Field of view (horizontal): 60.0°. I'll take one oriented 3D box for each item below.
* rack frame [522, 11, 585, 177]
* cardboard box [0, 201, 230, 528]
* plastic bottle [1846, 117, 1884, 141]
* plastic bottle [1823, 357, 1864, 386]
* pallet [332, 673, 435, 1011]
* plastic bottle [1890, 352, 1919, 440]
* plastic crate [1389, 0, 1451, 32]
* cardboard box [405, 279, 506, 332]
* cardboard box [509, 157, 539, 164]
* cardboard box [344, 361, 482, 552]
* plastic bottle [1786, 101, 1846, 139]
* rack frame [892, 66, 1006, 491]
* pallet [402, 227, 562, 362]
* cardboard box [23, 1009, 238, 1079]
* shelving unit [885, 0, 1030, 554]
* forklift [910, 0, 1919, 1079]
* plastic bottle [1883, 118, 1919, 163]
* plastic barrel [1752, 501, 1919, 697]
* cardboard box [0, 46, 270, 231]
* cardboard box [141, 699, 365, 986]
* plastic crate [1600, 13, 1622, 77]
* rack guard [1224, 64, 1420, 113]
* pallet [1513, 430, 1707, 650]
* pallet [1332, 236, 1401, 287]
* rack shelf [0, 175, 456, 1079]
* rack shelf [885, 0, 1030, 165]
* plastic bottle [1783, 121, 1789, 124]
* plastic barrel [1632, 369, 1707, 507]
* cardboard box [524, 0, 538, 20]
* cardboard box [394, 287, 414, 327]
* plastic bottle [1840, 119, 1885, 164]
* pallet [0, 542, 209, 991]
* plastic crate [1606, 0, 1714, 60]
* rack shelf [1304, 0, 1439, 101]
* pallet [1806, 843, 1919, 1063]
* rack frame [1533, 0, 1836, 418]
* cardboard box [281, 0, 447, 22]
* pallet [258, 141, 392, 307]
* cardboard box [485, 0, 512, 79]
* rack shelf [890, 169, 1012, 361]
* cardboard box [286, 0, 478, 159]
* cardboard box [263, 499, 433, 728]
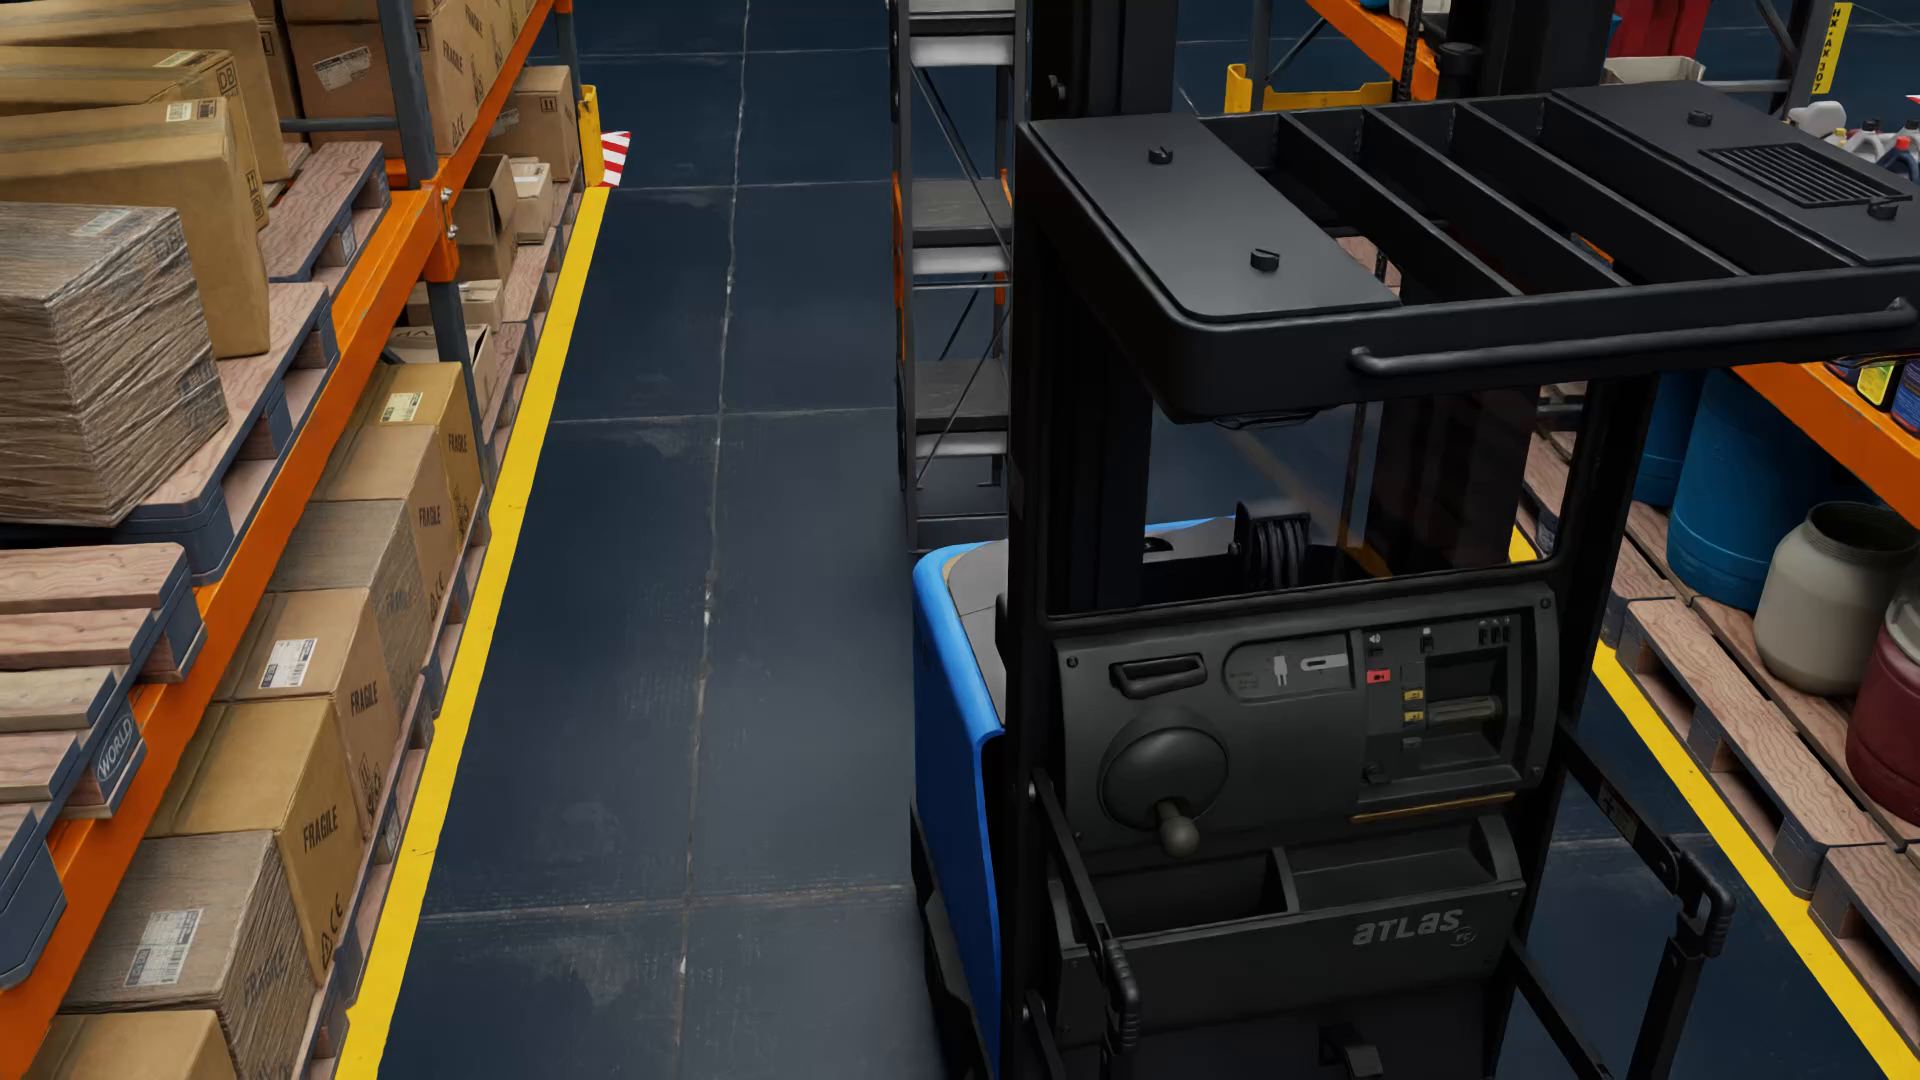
[{"bbox_3d":[-2.701,-3.448,9.098,1.000,3.000,0.127,-3,31,-5],"label":"rack frame"},{"bbox_3d":[-2.020,-0.379,3.453,0.700,0.500,0.500,3,31,5],"label":"cardboard box"},{"bbox_3d":[3.030,-1.290,5.598,0.061,0.283,0.133,-3,31,-5],"label":"plastic bottle"},{"bbox_3d":[2.406,-0.593,4.366,0.144,0.351,0.185,-3,31,-5],"label":"plastic bottle"},{"bbox_3d":[-2.097,0.829,4.656,1.003,0.211,1.213,-3,31,-5],"label":"pallet"},{"bbox_3d":[2.435,-0.431,4.094,0.144,0.351,0.185,-3,31,-5],"label":"plastic bottle"},{"bbox_3d":[2.142,-2.429,7.589,0.293,0.136,0.466,-3,31,-5],"label":"plastic crate"},{"bbox_3d":[-2.242,-1.044,7.407,0.380,0.166,0.250,-3,31,-5],"label":"cardboard box"},{"bbox_3d":[-2.457,-1.944,8.913,0.380,0.166,0.250,-3,31,-5],"label":"cardboard box"},{"bbox_3d":[-1.996,-0.283,5.808,0.500,0.500,0.500,-3,31,-5],"label":"cardboard box"},{"bbox_3d":[2.963,-1.402,5.794,0.152,0.276,0.135,-3,31,-5],"label":"plastic bottle"},{"bbox_3d":[-0.038,-1.111,6.062,0.400,2.100,0.015,-3,31,-5],"label":"rack frame"},{"bbox_3d":[-2.508,-1.184,8.026,1.003,0.211,1.213,-3,31,-5],"label":"pallet"},{"bbox_3d":[-1.712,1.274,3.200,0.500,0.500,0.500,-1,31,-2],"label":"cardboard box"},{"bbox_3d":[-0.015,-0.986,5.853,0.431,2.100,0.503,-3,31,-5],"label":"shelving unit"},{"bbox_3d":[0.674,0.370,2.772,1.130,2.935,3.031,-6,31,-10],"label":"forklift"},{"bbox_3d":[3.016,-1.167,5.326,0.144,0.351,0.185,-3,31,-5],"label":"plastic bottle"},{"bbox_3d":[2.668,0.179,5.042,0.421,0.512,0.421,0,31,0],"label":"plastic barrel"},{"bbox_3d":[-2.379,-1.029,4.540,0.700,0.500,0.500,2,31,3],"label":"cardboard box"},{"bbox_3d":[-1.808,0.751,4.076,0.500,0.500,0.500,-3,31,-5],"label":"cardboard box"},{"bbox_3d":[2.221,-1.882,6.433,0.392,0.384,0.575,-3,31,-5],"label":"plastic crate"},{"bbox_3d":[2.216,-2.622,10.152,1.175,0.500,0.348,-3,31,-5],"label":"rack guard"},{"bbox_3d":[2.635,-0.048,6.125,1.003,0.211,1.213,-3,31,-5],"label":"pallet"},{"bbox_3d":[2.380,-1.442,8.458,1.003,0.211,1.213,-3,31,-5],"label":"pallet"},{"bbox_3d":[-2.141,-0.076,4.154,1.077,0.370,4.000,-3,31,-5],"label":"rack shelf"},{"bbox_3d":[-0.015,-1.575,5.501,0.431,0.518,0.480,-3,31,-5],"label":"rack shelf"},{"bbox_3d":[2.841,-1.355,5.787,0.097,0.201,0.097,0,31,0],"label":"plastic bottle"},{"bbox_3d":[2.638,-0.642,6.037,0.600,0.901,0.708,-3,31,-5],"label":"plastic barrel"},{"bbox_3d":[-2.295,-2.756,7.841,0.500,0.500,0.500,-3,31,-4],"label":"cardboard box"},{"bbox_3d":[-2.733,-1.101,7.361,0.500,0.311,0.500,-3,31,-5],"label":"cardboard box"},{"bbox_3d":[2.873,-1.160,5.314,0.144,0.351,0.185,-3,31,-5],"label":"plastic bottle"},{"bbox_3d":[-2.087,0.376,2.883,1.213,0.211,1.003,-3,31,-5],"label":"pallet"},{"bbox_3d":[2.771,-2.162,6.824,0.402,0.464,0.583,-3,31,-5],"label":"plastic crate"},{"bbox_3d":[2.418,-2.354,7.967,1.077,0.370,4.000,-3,31,-5],"label":"rack shelf"},{"bbox_3d":[2.863,1.197,4.039,1.003,0.211,1.213,-3,31,-5],"label":"pallet"},{"bbox_3d":[2.604,-1.641,6.073,1.000,3.000,0.127,-3,31,-5],"label":"rack frame"},{"bbox_3d":[-2.092,-2.132,5.822,0.500,0.500,0.500,-2,31,-3],"label":"cardboard box"},{"bbox_3d":[-2.362,-0.910,5.036,1.003,0.211,1.213,-3,31,-5],"label":"pallet"},{"bbox_3d":[-2.199,-2.239,6.976,0.500,0.500,0.500,-3,31,-5],"label":"cardboard box"},{"bbox_3d":[-0.015,-0.974,5.860,0.431,0.518,0.480,-3,31,-5],"label":"rack shelf"},{"bbox_3d":[-2.104,-1.722,6.110,0.500,0.500,0.500,-2,31,-3],"label":"cardboard box"},{"bbox_3d":[-1.912,0.225,4.956,0.500,0.500,0.500,-2,31,-4],"label":"cardboard box"}]
